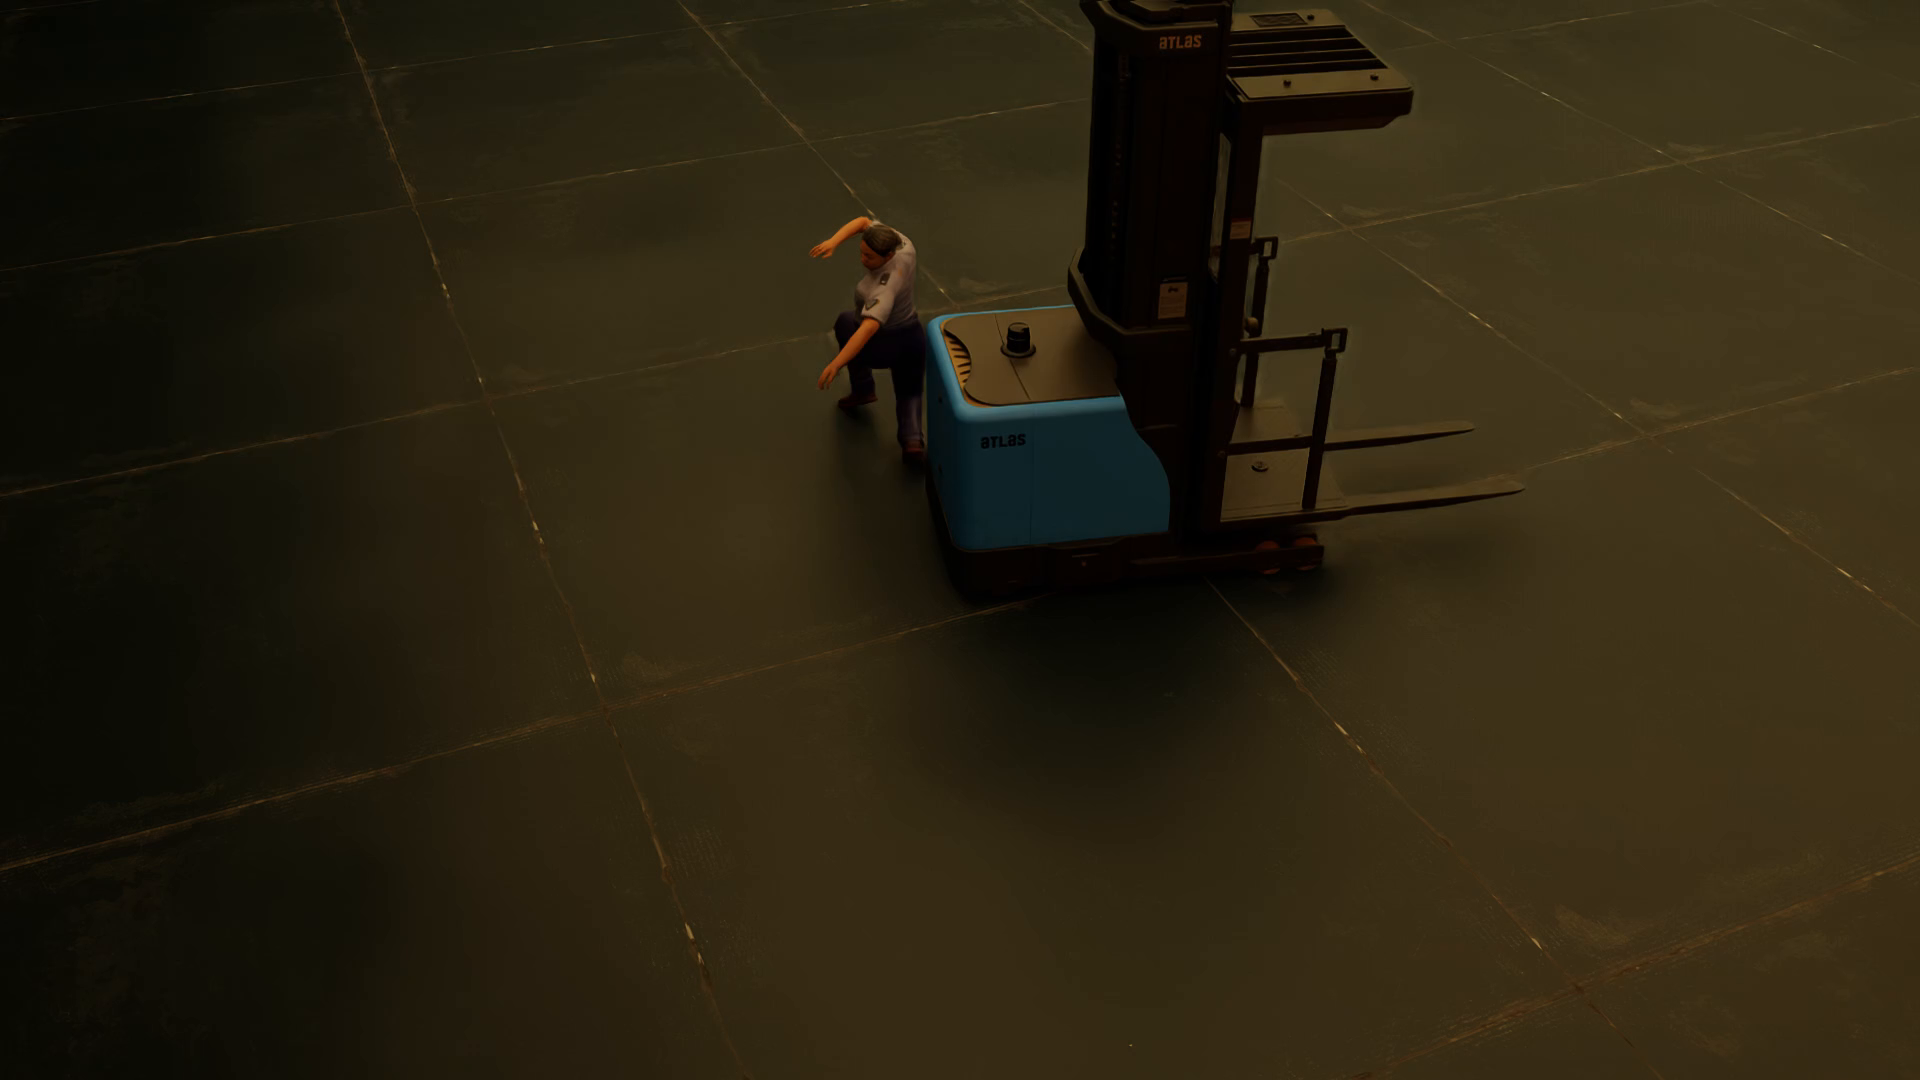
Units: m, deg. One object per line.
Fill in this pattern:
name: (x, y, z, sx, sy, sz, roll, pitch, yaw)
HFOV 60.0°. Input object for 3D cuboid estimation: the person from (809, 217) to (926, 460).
person: (-0.567, -1.079, 8.974, 0.842, 1.368, 0.944, -21, 41, -27)

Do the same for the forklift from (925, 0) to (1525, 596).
forklift: (1.380, -1.319, 7.954, 3.031, 2.935, 1.130, -6, 36, -8)
